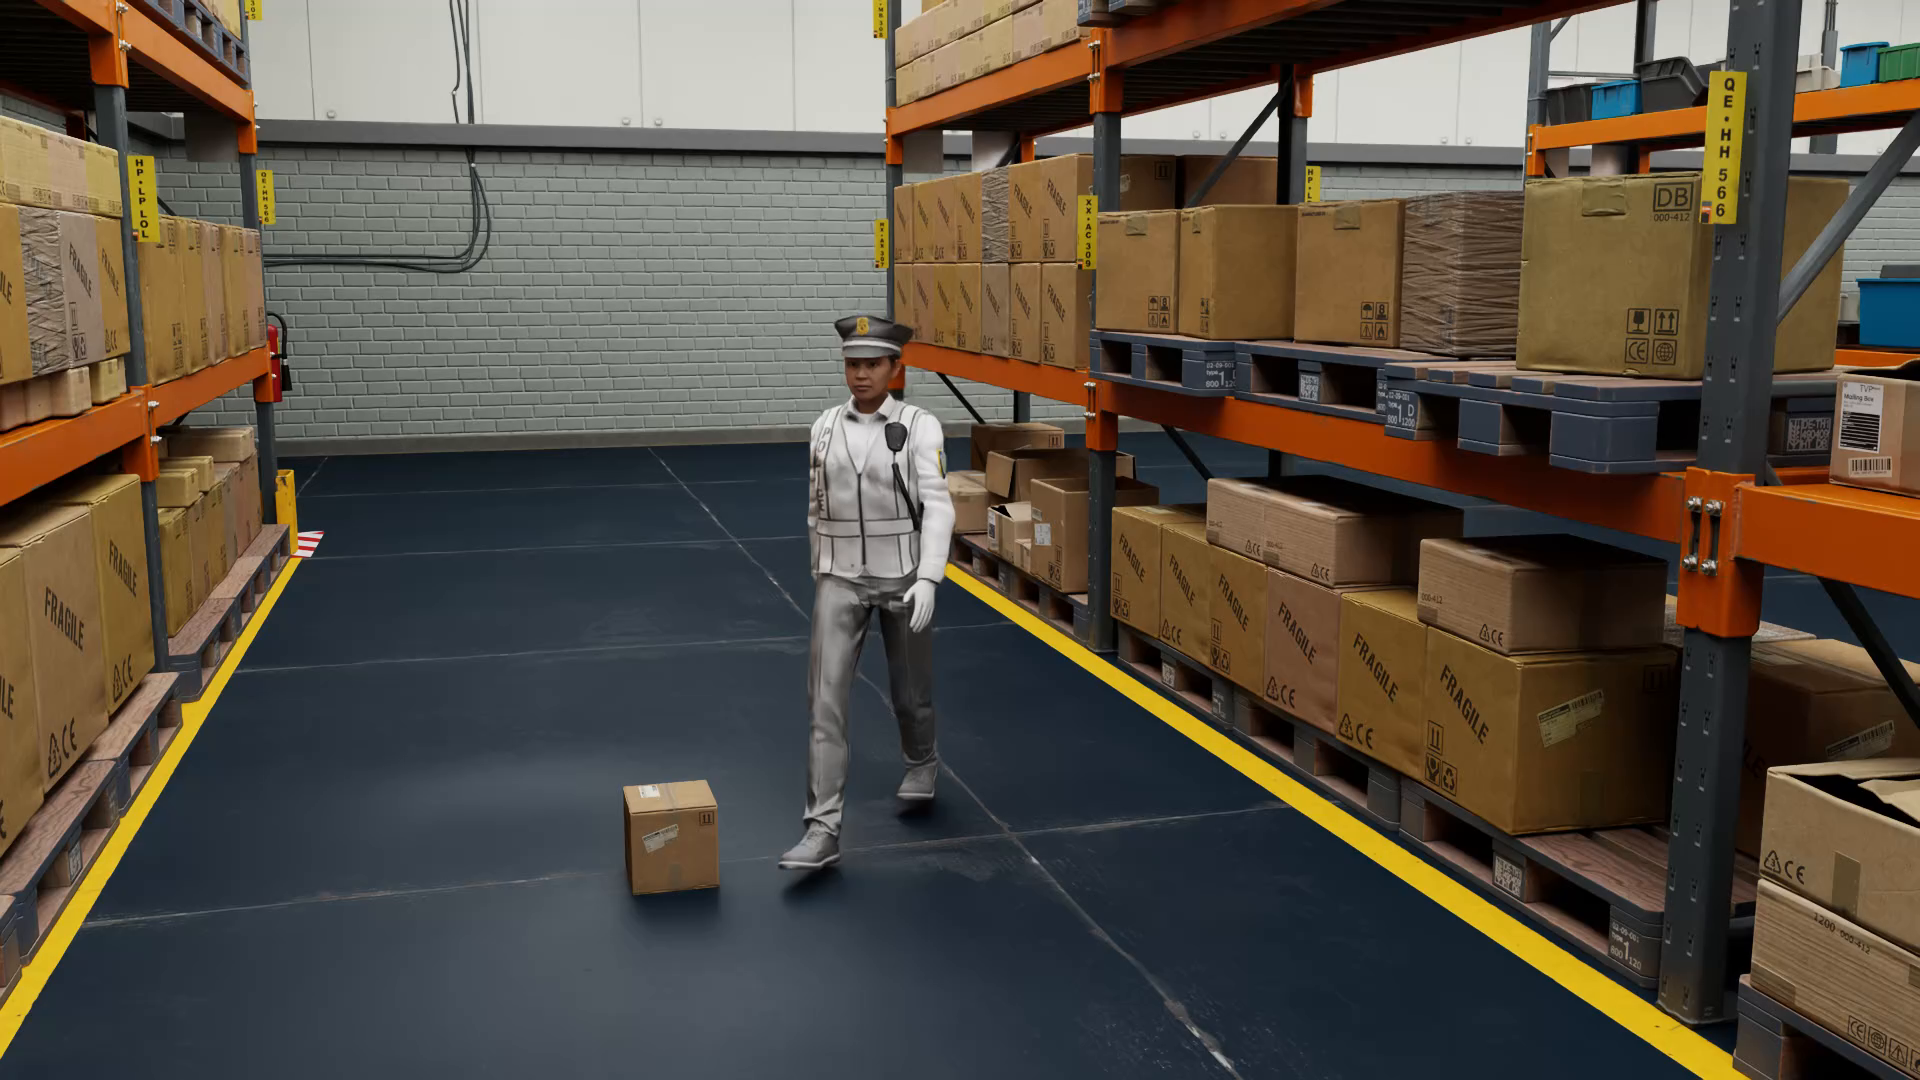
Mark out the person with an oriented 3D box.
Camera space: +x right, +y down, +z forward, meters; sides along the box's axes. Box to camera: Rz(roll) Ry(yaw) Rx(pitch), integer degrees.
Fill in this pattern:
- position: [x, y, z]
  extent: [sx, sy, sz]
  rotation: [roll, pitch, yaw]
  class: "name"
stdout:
- position: [-0.262, 0.128, 5.082]
  extent: [0.496, 1.625, 0.984]
  rotation: [1, 9, 8]
  class: "person"
